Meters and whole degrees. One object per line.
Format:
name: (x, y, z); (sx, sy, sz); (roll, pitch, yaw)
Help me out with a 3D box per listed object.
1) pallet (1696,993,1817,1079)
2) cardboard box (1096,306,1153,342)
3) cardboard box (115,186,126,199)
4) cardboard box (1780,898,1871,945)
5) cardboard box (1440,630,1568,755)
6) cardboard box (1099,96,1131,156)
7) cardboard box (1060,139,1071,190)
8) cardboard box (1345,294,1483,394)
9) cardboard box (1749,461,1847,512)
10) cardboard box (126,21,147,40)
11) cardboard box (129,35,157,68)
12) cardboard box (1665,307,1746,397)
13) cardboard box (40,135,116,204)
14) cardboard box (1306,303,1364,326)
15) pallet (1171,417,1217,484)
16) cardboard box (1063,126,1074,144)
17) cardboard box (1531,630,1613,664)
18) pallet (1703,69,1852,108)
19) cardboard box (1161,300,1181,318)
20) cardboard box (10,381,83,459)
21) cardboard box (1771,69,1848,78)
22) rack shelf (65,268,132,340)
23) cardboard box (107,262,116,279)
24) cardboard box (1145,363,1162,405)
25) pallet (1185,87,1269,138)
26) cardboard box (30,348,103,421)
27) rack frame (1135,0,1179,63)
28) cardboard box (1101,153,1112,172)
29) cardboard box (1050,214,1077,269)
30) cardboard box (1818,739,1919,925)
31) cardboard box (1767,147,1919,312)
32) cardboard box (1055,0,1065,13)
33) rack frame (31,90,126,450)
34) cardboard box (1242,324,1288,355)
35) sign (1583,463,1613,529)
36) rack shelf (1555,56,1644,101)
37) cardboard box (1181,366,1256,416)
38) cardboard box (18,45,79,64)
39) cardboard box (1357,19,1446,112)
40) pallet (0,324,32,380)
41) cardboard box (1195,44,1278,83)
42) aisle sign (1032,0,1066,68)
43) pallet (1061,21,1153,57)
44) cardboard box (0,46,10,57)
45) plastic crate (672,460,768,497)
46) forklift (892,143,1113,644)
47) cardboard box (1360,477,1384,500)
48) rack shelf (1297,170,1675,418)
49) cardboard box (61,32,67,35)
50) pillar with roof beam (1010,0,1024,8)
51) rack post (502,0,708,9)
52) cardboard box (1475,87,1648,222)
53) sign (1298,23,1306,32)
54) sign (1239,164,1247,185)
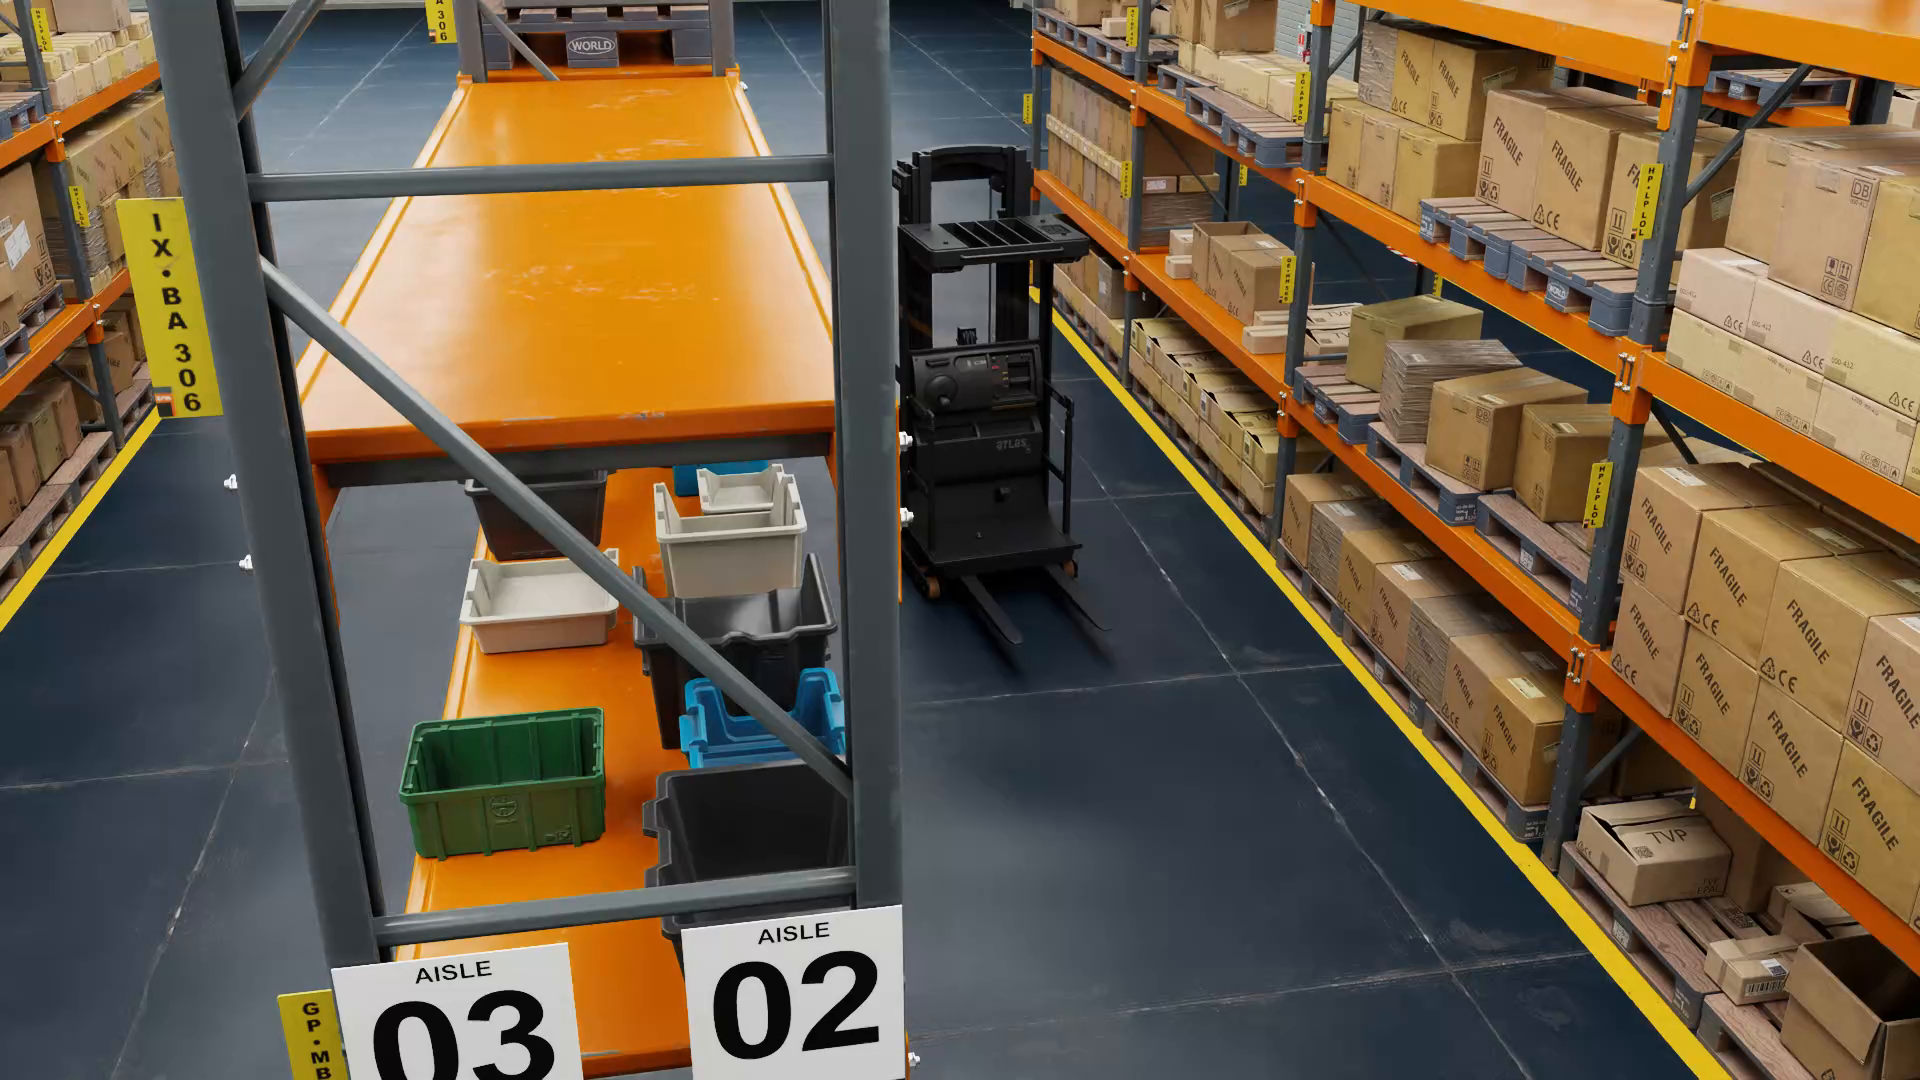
pallet: (3.880, 2.311, 6.938); (1.003, 0.211, 1.213); (-4, 24, -10)
cardboard box: (1.663, -2.161, 16.603); (0.500, 0.250, 0.500); (-4, 24, -10)
cardboard box: (-7.962, -2.885, 14.855); (0.875, 0.500, 0.500); (-4, 24, -10)
cardboard box: (4.048, 1.811, 7.409); (0.500, 0.311, 0.500); (-4, 24, -10)
cardboard box: (3.069, 0.858, 9.354); (0.500, 0.500, 0.500); (-4, 24, -10)
cardboard box: (1.771, -4.075, 16.329); (0.700, 0.500, 0.500); (-4, 24, -10)
cardboard box: (1.482, -4.093, 17.992); (0.700, 0.500, 0.500); (-4, 24, -8)
cardboard box: (3.013, -1.290, 11.050); (0.700, 0.500, 0.500); (-13, 27, -27)
cardboard box: (3.873, -0.042, 7.468); (0.500, 0.500, 0.500); (-4, 24, -9)
cardboard box: (-7.911, -4.801, 15.680); (0.380, 0.149, 0.250); (-4, 24, -9)
cardboard box: (-7.996, -4.645, 15.821); (0.500, 0.250, 0.500); (-4, 24, -9)
cardboard box: (3.372, -0.814, 7.049); (0.500, 0.250, 0.500); (-4, 24, -10)
cardboard box: (-7.618, -3.166, 14.248); (0.500, 0.500, 0.500); (-4, 24, -10)
cardboard box: (2.810, -1.617, 12.558); (0.500, 0.311, 0.500); (-5, 24, -10)
pallet: (2.449, -0.819, 14.104); (1.003, 0.211, 1.213); (-4, 24, -10)
cardboard box: (1.308, -4.310, 17.677); (0.380, 0.149, 0.250); (-5, 24, -11)
cardboard box: (3.566, 0.809, 9.467); (0.500, 0.500, 0.500); (-4, 24, -9)
pallet: (7.118, -3.863, 14.077); (1.213, 0.211, 1.003); (-4, 24, -10)
cardboard box: (2.268, -2.346, 16.091); (0.500, 0.500, 0.500); (-4, 24, -10)
cardboard box: (-7.598, -0.946, 13.484); (0.700, 0.500, 0.500); (-6, 24, -14)
cardboard box: (7.164, -4.140, 13.826); (0.500, 0.500, 0.500); (-5, 24, -12)
rack shelf: (-8.060, -2.590, 15.574); (1.077, 0.370, 4.000); (-4, 24, -10)
cardboard box: (-7.541, -2.320, 14.372); (0.380, 0.149, 0.250); (-4, 24, -10)
cardboard box: (1.970, -1.419, 14.905); (0.500, 0.250, 0.500); (-4, 24, -8)
pallet: (2.362, -3.280, 12.742); (1.003, 0.211, 1.213); (-3, 24, -7)
cardboard box: (-7.725, -1.340, 14.412); (0.500, 0.500, 0.500); (-5, 24, -11)
rack frame: (2.046, -5.614, 14.103); (1.000, 3.000, 0.127); (-4, 24, -10)
cardboard box: (1.599, -3.699, 16.280); (0.380, 0.149, 0.250); (-4, 24, -10)
cardboard box: (1.281, -3.290, 18.252); (0.500, 0.500, 0.500); (-4, 24, -10)
cardboard box: (3.635, 1.055, 6.205); (0.500, 0.500, 0.500); (-5, 24, -10)
cardboard box: (3.606, -1.201, 6.373); (0.700, 0.500, 0.500); (-4, 24, -10)
cardboard box: (1.408, -5.890, 17.655); (0.797, 0.503, 0.637); (-3, 24, -6)
rack frame: (-7.690, -2.133, 13.629); (1.000, 3.000, 0.127); (-4, 24, -10)
cardboard box: (2.348, -1.510, 12.515); (0.380, 0.149, 0.250); (-4, 24, -10)
sign: (2.980, -0.206, 7.770); (0.100, 0.325, 0.005); (-4, 24, -10)
rack shelf: (6.544, -5.065, 17.492); (1.077, 0.370, 4.000); (-4, 24, -10)
cardboard box: (2.163, -1.269, 13.859); (0.500, 0.311, 0.500); (-4, 24, -8)
cardboard box: (-7.681, -4.074, 14.014); (0.380, 0.149, 0.250); (-4, 24, -8)
cardboard box: (2.860, -2.998, 10.487); (0.500, 0.500, 0.500); (-4, 24, -10)
pallet: (-7.357, -1.247, 11.841); (1.003, 0.211, 1.213); (-4, 24, -10)
cardboard box: (2.255, -3.904, 13.599); (0.500, 0.250, 0.500); (-7, 24, -15)
aisle sign: (0.993, -5.633, 18.394); (0.394, 0.787, 0.004); (-4, 24, -10)
pallet: (1.641, -5.011, 16.582); (1.003, 0.211, 1.213); (-4, 24, -10)
cardboard box: (-8.202, -4.039, 13.934); (0.380, 0.149, 0.250); (-5, 24, -11)
plastic crate: (-0.861, -0.316, 5.931); (0.416, 0.233, 0.300); (-4, 24, -10)
forklift: (0.192, -1.105, 11.361); (1.130, 2.935, 3.031); (-7, 25, -16)
cardboard box: (2.977, -0.452, 12.689); (0.500, 0.250, 0.500); (-4, 24, -10)
rack shelf: (3.155, -1.550, 9.444); (1.077, 0.370, 4.000); (-4, 24, -10)
cardboard box: (-8.464, -4.662, 15.361); (0.380, 0.149, 0.250); (-4, 24, -10)
pillar with roof beam: (-2.625, -18.826, 44.354); (9.100, 9.000, 0.400); (-4, 24, -10)
rack post: (-1.468, -2.401, 6.842); (0.937, 0.300, 0.954); (-5, 24, -11)
cardboard box: (3.255, -2.105, 9.042); (0.600, 0.600, 0.600); (-5, 24, -12)
sign: (5.616, -8.412, 27.298); (0.001, 0.109, 0.331); (-4, 24, -10)
sign: (2.577, -3.403, 15.189); (0.100, 0.325, 0.005); (-4, 24, -10)
